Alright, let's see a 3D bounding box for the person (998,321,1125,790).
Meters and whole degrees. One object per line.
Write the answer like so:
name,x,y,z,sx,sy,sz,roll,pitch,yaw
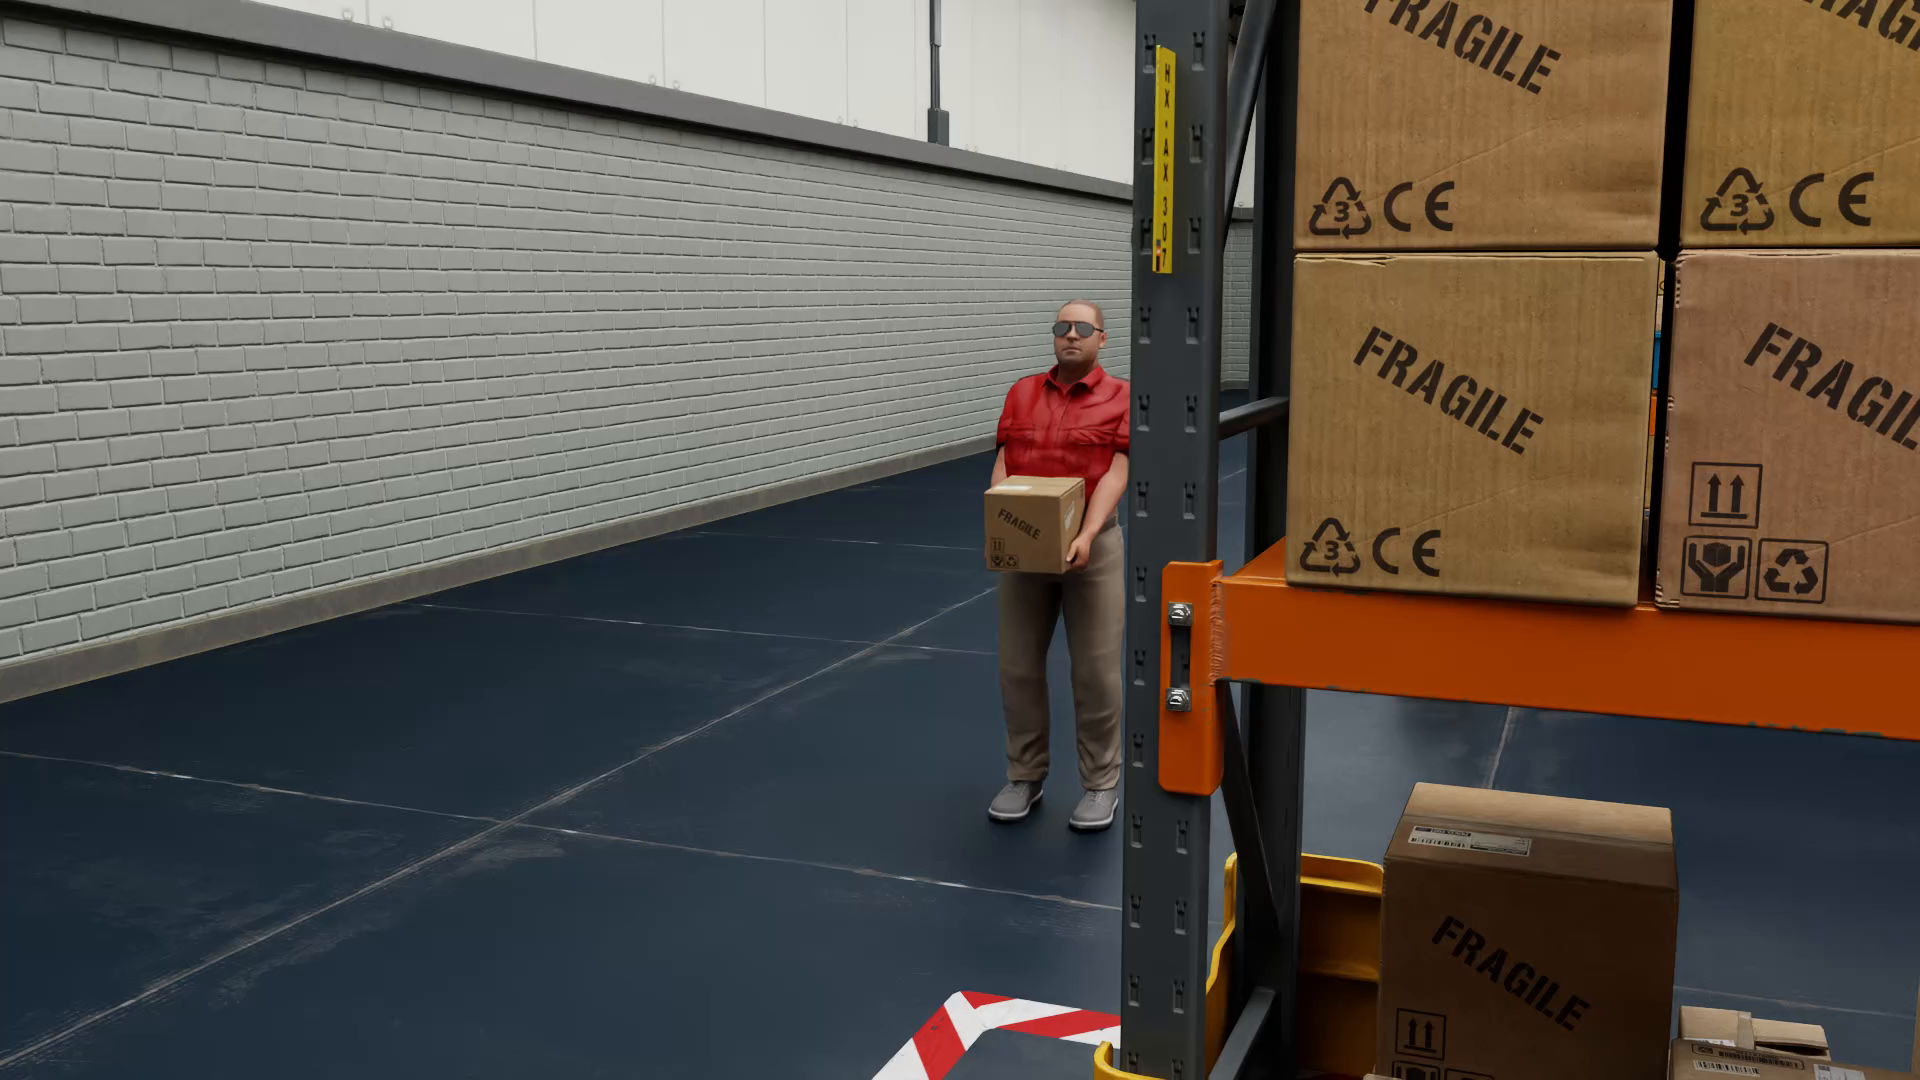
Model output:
person,0.337,0.069,5.486,0.430,1.570,0.363,3,9,21
